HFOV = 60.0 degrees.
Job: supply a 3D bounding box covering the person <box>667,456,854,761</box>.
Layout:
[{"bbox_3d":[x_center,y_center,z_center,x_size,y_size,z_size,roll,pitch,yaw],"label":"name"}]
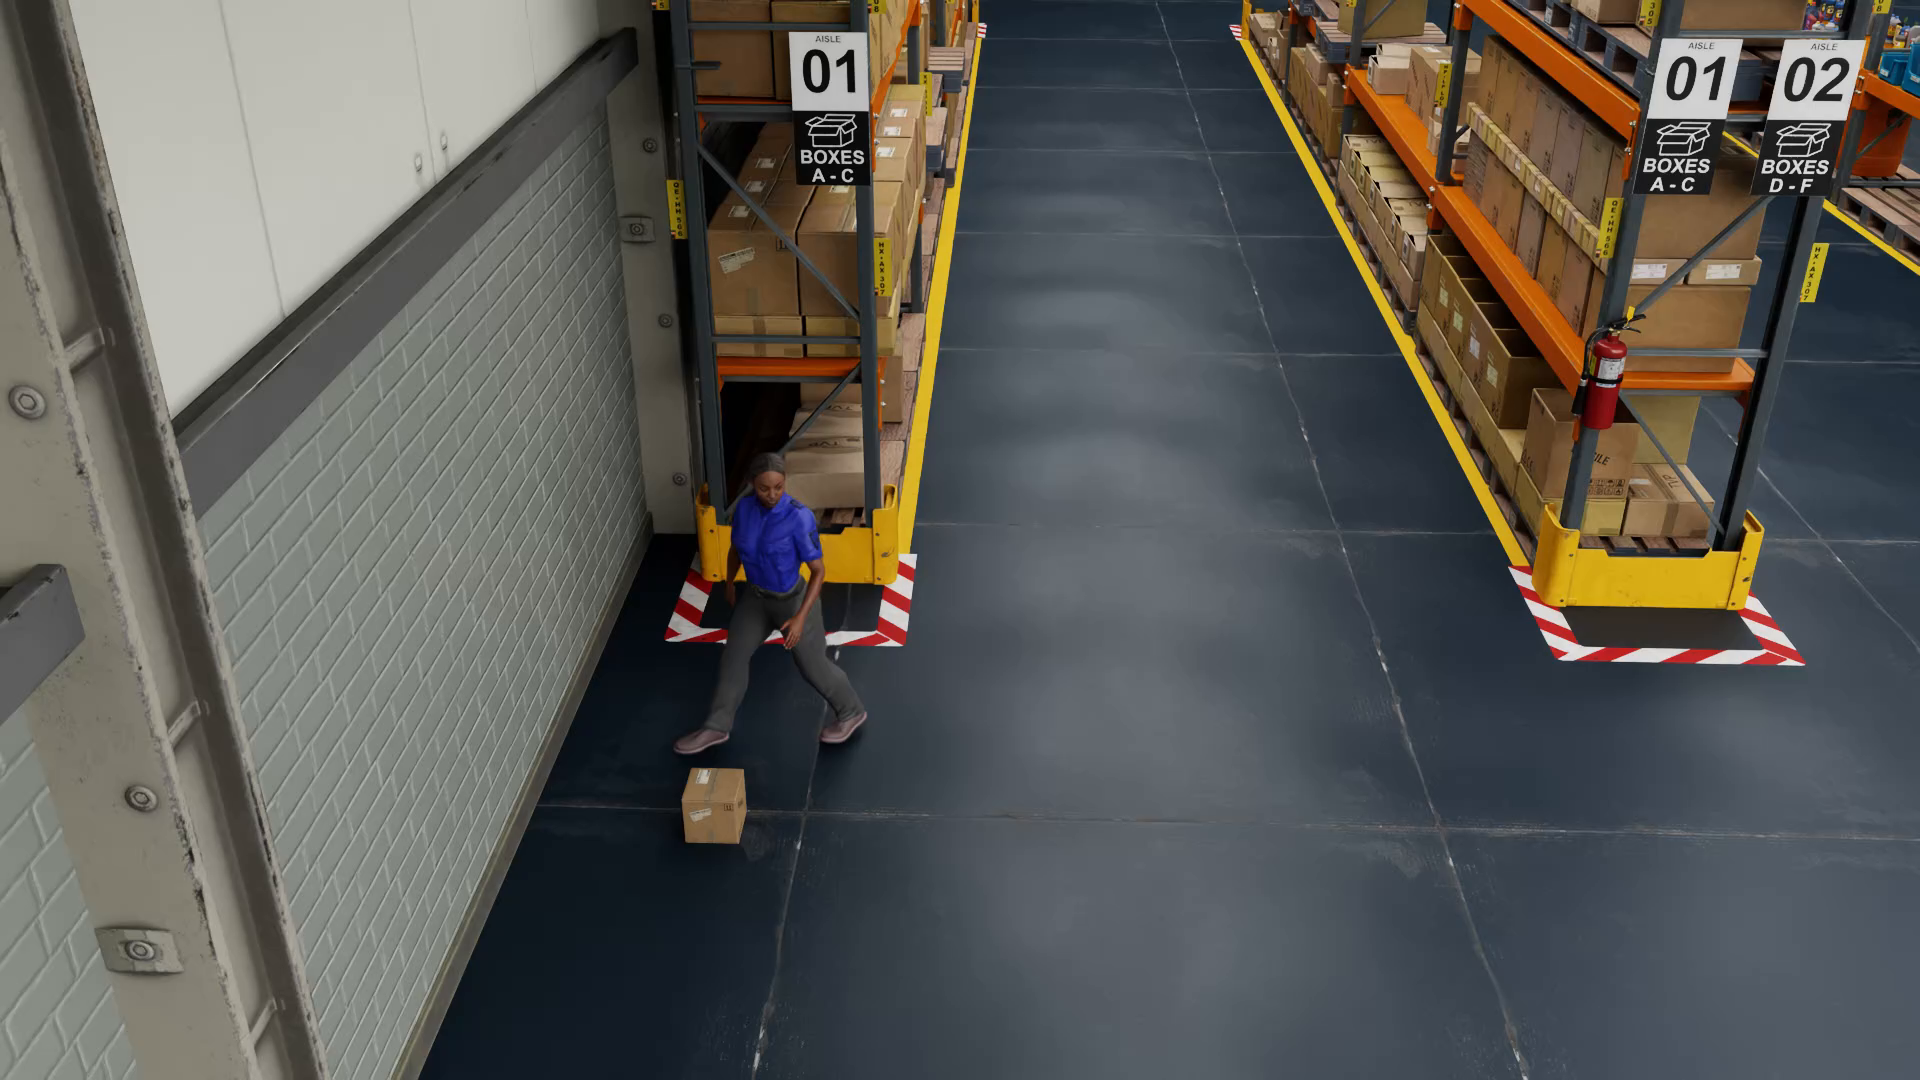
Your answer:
[{"bbox_3d":[-1.007,0.320,8.022,0.612,1.623,0.808,23,36,36],"label":"person"}]
